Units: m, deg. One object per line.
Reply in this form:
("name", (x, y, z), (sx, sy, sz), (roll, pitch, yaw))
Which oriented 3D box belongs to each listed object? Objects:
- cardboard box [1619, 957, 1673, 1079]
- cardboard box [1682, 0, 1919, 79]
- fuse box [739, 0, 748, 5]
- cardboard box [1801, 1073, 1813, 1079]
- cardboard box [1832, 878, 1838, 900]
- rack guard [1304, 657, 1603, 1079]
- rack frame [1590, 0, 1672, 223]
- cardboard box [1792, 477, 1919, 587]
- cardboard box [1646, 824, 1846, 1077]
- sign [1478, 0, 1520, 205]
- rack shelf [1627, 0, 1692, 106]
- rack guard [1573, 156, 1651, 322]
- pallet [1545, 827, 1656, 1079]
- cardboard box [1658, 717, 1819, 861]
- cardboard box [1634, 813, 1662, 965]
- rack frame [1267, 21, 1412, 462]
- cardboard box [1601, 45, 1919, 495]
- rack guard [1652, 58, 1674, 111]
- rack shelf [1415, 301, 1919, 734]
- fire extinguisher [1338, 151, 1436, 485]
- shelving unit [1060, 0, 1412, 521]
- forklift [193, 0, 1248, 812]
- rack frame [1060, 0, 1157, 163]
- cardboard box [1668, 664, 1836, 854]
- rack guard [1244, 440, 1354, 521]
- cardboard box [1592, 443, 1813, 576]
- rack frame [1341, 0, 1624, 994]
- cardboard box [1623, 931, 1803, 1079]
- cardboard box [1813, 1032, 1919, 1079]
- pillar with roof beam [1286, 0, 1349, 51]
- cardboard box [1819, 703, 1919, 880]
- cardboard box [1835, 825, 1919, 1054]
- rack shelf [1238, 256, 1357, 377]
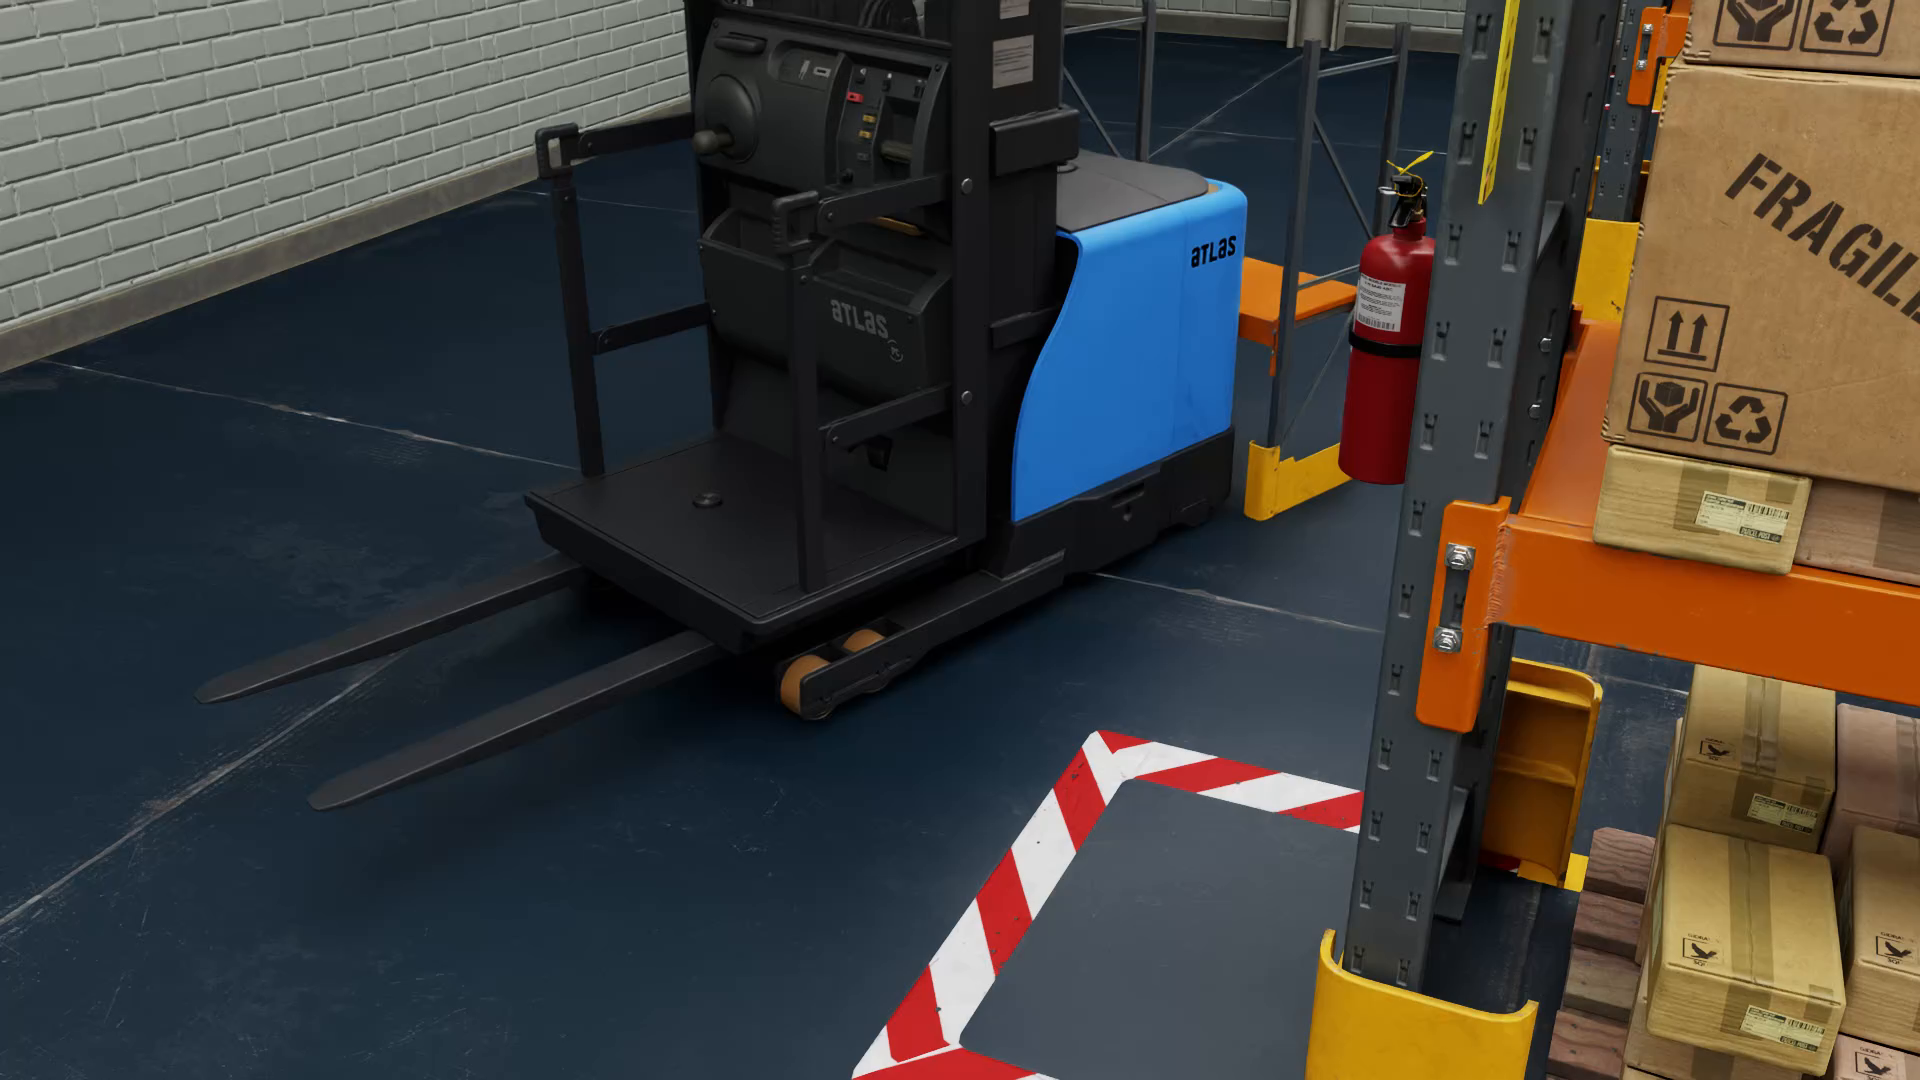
("cardboard box", (1.246, 0.897, 2.783), (0.250, 0.149, 0.380), (12, 29, 23))
("cardboard box", (1.200, -0.856, 2.010), (0.500, 0.500, 0.500), (11, 28, 21))
("fuse box", (-1.282, -3.688, 10.804), (0.414, 1.711, 0.539), (11, 28, 22))
("cardboard box", (1.518, 0.912, 2.753), (0.250, 0.149, 0.380), (11, 28, 22))
("cardboard box", (1.715, 0.591, 3.070), (0.250, 0.149, 0.380), (11, 28, 21))
("rack guard", (0.970, 0.718, 3.226), (0.348, 0.500, 1.175), (11, 28, 22))
("rack frame", (2.858, -2.427, 6.783), (0.127, 3.000, 1.000), (11, 28, 22))
("cardboard box", (1.309, -0.084, 2.309), (0.250, 0.149, 0.380), (12, 29, 24))
("cardboard box", (1.238, 0.638, 2.636), (0.250, 0.149, 0.380), (10, 28, 19))
("sign", (0.677, -0.588, 2.068), (0.005, 0.325, 0.100), (11, 28, 22))
("rack shelf", (4.679, -1.738, 6.199), (4.000, 0.370, 1.077), (11, 28, 22))
("rack guard", (2.836, -1.309, 7.344), (0.348, 0.500, 1.175), (11, 28, 22))
("pallet", (1.695, 1.010, 2.960), (1.213, 0.211, 1.003), (11, 28, 22))
("cardboard box", (1.500, 0.521, 3.211), (0.250, 0.149, 0.380), (11, 28, 20))
("cardboard box", (1.467, 0.685, 3.214), (0.250, 0.149, 0.380), (12, 29, 23))
("rack frame", (1.174, -0.827, 5.228), (0.500, 1.500, 0.032), (-22, 34, -38))
("cardboard box", (1.196, -0.403, 2.222), (0.500, 0.500, 0.500), (13, 29, 24))
("rack guard", (4.979, -3.288, 11.362), (0.348, 0.500, 1.175), (11, 28, 22))
("rack shelf", (2.722, 0.271, 2.119), (4.000, 0.370, 1.077), (11, 28, 22))
("fire extinguisher", (0.863, -0.447, 3.272), (0.183, 0.674, 0.296), (11, 28, 22))
("shelving unit", (0.822, -0.994, 5.568), (0.587, 1.500, 1.083), (-22, 34, -38))
("forklift", (-0.528, -1.106, 4.179), (3.031, 2.935, 1.130), (-23, 35, -39))
("rack frame", (0.482, -1.156, 5.896), (0.500, 1.500, 0.032), (-22, 34, -38))
("cardboard box", (1.488, 0.401, 3.118), (0.250, 0.149, 0.380), (12, 29, 22))
("rack guard", (1.158, -0.271, 5.514), (0.587, 0.250, 0.087), (-22, 34, -38))
("cardboard box", (1.060, -0.114, 2.370), (0.250, 0.149, 0.380), (11, 28, 21))
("rack frame", (0.901, -0.418, 2.702), (0.127, 3.000, 1.000), (11, 28, 22))
("cardboard box", (1.272, 0.738, 2.769), (0.250, 0.149, 0.380), (13, 29, 24))
("cardboard box", (1.498, 0.811, 2.622), (0.250, 0.149, 0.380), (11, 28, 22))
("pillar with roof beam", (1.046, -6.239, 7.734), (0.400, 9.000, 9.100), (11, 28, 22))
("cardboard box", (1.693, 0.470, 2.978), (0.250, 0.149, 0.380), (12, 29, 23))
("cardboard box", (1.538, 0.640, 2.632), (0.250, 0.149, 0.380), (12, 29, 23))
("rack shelf", (0.828, -0.830, 5.641), (0.538, 0.185, 1.000), (-22, 34, -38))
